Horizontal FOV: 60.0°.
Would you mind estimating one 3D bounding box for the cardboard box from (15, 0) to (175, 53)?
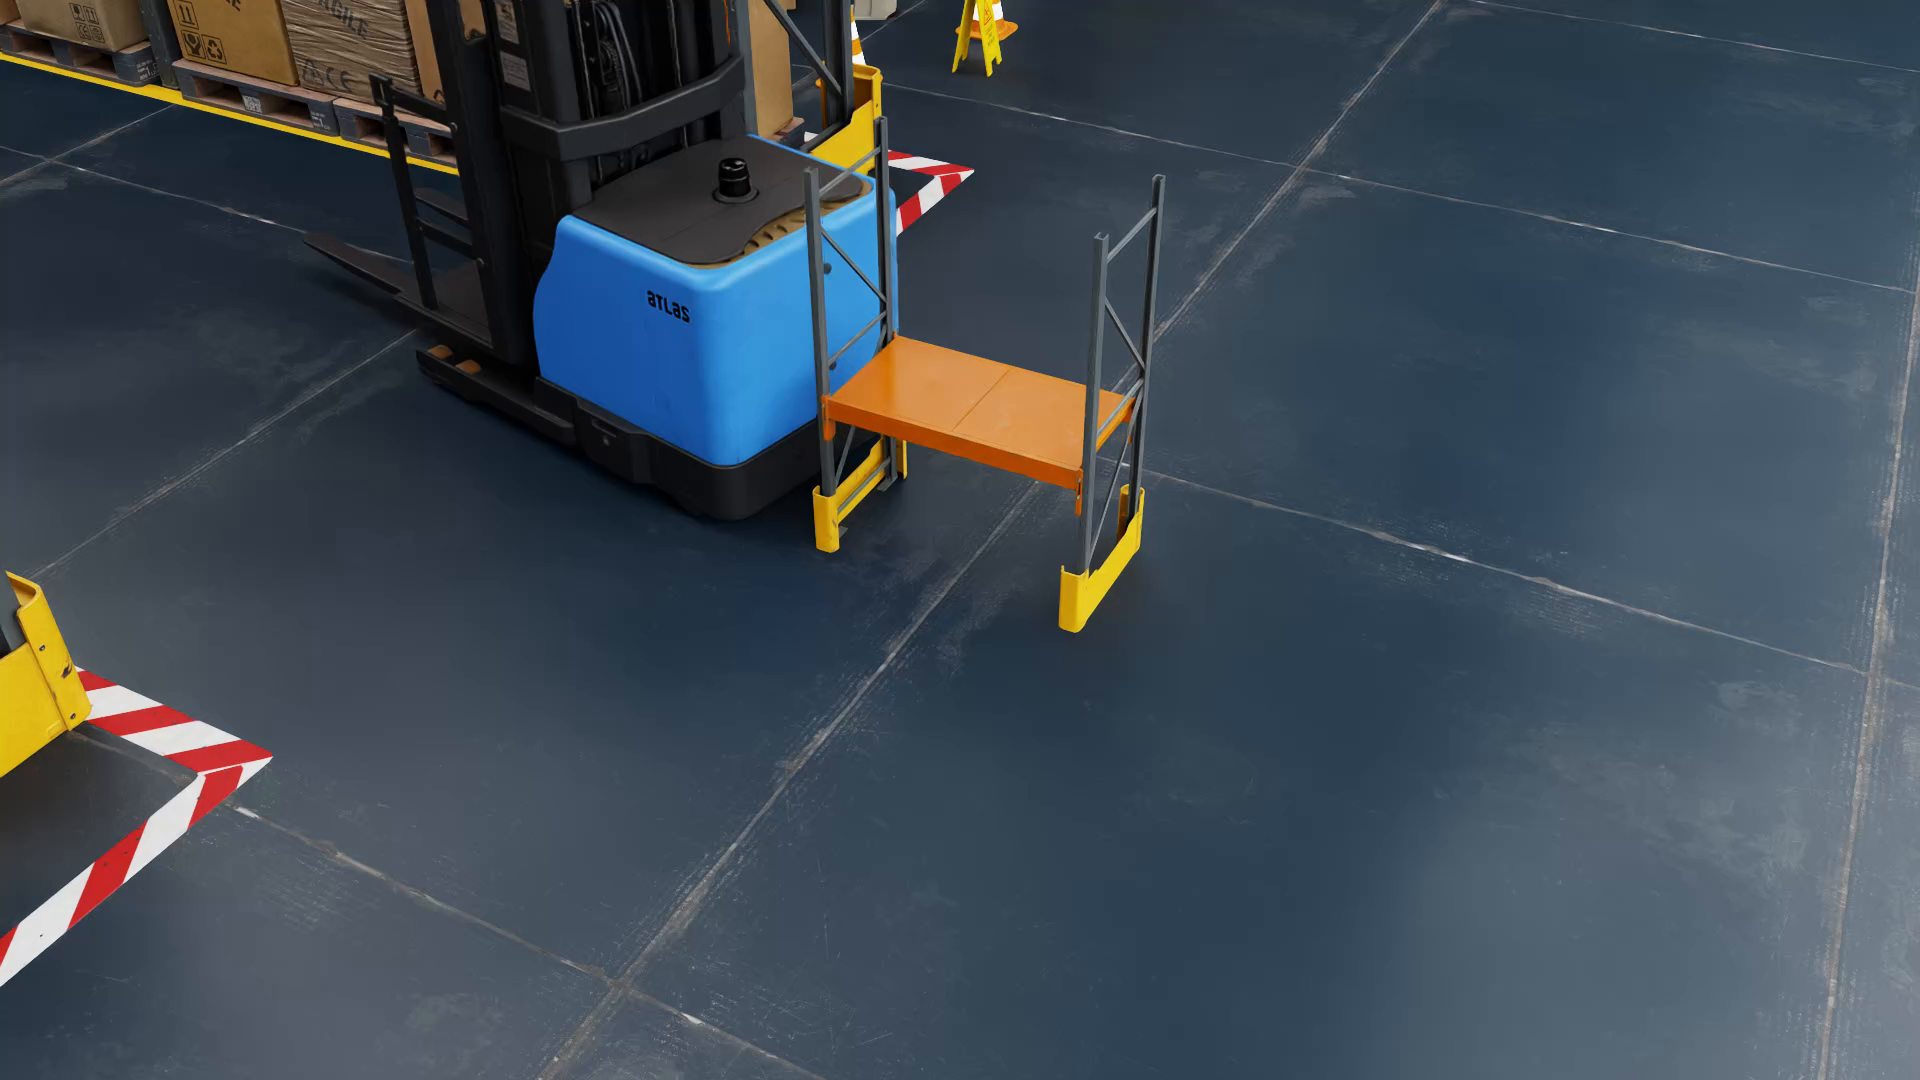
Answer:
[{"bbox_3d":[-4.979,-3.494,9.885,0.750,0.750,1.050,17,40,21],"label":"cardboard box"}]

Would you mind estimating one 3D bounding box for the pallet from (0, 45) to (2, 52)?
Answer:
[{"bbox_3d":[-6.194,-3.500,10.687,1.213,0.211,1.003,17,41,21],"label":"pallet"}]

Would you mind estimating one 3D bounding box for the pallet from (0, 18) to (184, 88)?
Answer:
[{"bbox_3d":[-5.106,-3.162,10.241,1.213,0.211,1.003,17,41,21],"label":"pallet"}]

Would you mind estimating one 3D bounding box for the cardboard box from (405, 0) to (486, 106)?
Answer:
[{"bbox_3d":[-2.249,-2.704,8.741,0.875,0.875,0.875,17,40,21],"label":"cardboard box"}]

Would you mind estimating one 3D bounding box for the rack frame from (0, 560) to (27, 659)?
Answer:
[{"bbox_3d":[-3.205,-0.351,4.232,0.127,3.000,1.000,17,41,21],"label":"rack frame"}]

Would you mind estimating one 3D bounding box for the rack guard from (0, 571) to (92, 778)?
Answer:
[{"bbox_3d":[-3.273,0.623,5.015,0.348,0.500,1.175,17,41,21],"label":"rack guard"}]

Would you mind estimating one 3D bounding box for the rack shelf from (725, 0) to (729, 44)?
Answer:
[{"bbox_3d":[-2.610,-3.256,8.653,4.000,0.370,1.077,17,41,21],"label":"rack shelf"}]

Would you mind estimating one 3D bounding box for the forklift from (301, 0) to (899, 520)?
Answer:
[{"bbox_3d":[-1.688,-1.981,6.435,3.031,2.935,1.130,26,44,30],"label":"forklift"}]

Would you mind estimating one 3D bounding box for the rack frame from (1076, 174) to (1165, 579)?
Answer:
[{"bbox_3d":[0.527,-0.432,5.579,0.032,1.500,0.500,17,41,21],"label":"rack frame"}]

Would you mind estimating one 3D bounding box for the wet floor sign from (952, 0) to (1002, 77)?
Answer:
[{"bbox_3d":[0.102,-3.103,9.805,0.232,0.644,0.267,11,38,14],"label":"wet floor sign"}]

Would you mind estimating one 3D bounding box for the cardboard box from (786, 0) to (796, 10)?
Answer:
[{"bbox_3d":[-1.372,-3.807,10.849,0.637,0.503,0.797,-8,38,-10],"label":"cardboard box"}]

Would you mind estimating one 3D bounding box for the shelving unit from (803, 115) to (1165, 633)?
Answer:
[{"bbox_3d":[0.068,-0.576,5.769,1.083,1.500,0.587,17,41,21],"label":"shelving unit"}]

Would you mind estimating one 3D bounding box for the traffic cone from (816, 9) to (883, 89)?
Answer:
[{"bbox_3d":[-0.653,-2.886,9.669,0.334,0.463,0.336,17,41,21],"label":"traffic cone"}]

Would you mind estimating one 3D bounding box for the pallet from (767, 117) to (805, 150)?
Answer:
[{"bbox_3d":[-1.580,-2.056,8.784,1.213,0.211,1.003,17,41,21],"label":"pallet"}]

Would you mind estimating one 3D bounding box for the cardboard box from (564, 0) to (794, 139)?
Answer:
[{"bbox_3d":[-1.467,-2.460,8.420,0.875,0.875,0.875,18,41,22],"label":"cardboard box"}]

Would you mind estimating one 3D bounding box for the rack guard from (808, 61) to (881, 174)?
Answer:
[{"bbox_3d":[-0.813,-1.984,8.450,0.348,0.500,1.175,17,41,21],"label":"rack guard"}]

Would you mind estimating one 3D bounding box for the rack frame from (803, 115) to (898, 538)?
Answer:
[{"bbox_3d":[-0.376,-0.715,5.952,0.032,1.500,0.500,17,41,21],"label":"rack frame"}]

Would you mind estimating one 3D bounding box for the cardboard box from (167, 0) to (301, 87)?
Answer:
[{"bbox_3d":[-3.860,-3.207,9.404,0.875,0.875,0.875,18,41,22],"label":"cardboard box"}]

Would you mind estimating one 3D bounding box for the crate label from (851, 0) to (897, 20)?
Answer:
[{"bbox_3d":[-0.558,-3.453,10.686,0.298,0.136,0.250,-2,37,-2],"label":"crate label"}]

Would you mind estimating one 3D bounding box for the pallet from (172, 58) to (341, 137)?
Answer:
[{"bbox_3d":[-3.747,-2.734,9.677,1.213,0.211,1.003,17,41,21],"label":"pallet"}]

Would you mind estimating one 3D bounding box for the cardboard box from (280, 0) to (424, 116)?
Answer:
[{"bbox_3d":[-3.058,-2.958,9.076,0.875,0.875,0.875,18,41,22],"label":"cardboard box"}]

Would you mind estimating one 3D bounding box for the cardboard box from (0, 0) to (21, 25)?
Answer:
[{"bbox_3d":[-5.834,-3.764,10.241,0.750,0.750,1.050,17,41,21],"label":"cardboard box"}]

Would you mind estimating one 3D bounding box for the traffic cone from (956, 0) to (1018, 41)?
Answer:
[{"bbox_3d":[0.169,-3.398,10.344,0.334,0.463,0.336,17,41,21],"label":"traffic cone"}]

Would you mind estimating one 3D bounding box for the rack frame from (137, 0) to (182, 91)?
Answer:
[{"bbox_3d":[-4.386,-4.098,9.168,0.127,3.000,1.000,17,41,21],"label":"rack frame"}]

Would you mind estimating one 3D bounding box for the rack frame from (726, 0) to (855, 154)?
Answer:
[{"bbox_3d":[-0.834,-2.986,7.703,0.127,3.000,1.000,17,41,21],"label":"rack frame"}]

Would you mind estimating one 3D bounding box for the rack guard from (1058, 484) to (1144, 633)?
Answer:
[{"bbox_3d":[0.510,0.060,5.964,0.087,0.250,0.587,17,41,21],"label":"rack guard"}]

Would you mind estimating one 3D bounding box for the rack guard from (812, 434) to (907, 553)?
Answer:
[{"bbox_3d":[-0.375,-0.217,6.329,0.087,0.250,0.587,17,41,21],"label":"rack guard"}]

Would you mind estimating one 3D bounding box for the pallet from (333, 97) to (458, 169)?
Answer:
[{"bbox_3d":[-2.660,-2.396,9.231,1.213,0.211,1.003,17,41,21],"label":"pallet"}]

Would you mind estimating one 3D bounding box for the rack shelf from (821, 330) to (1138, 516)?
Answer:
[{"bbox_3d":[0.076,-0.430,5.874,1.000,0.185,0.538,17,41,21],"label":"rack shelf"}]
